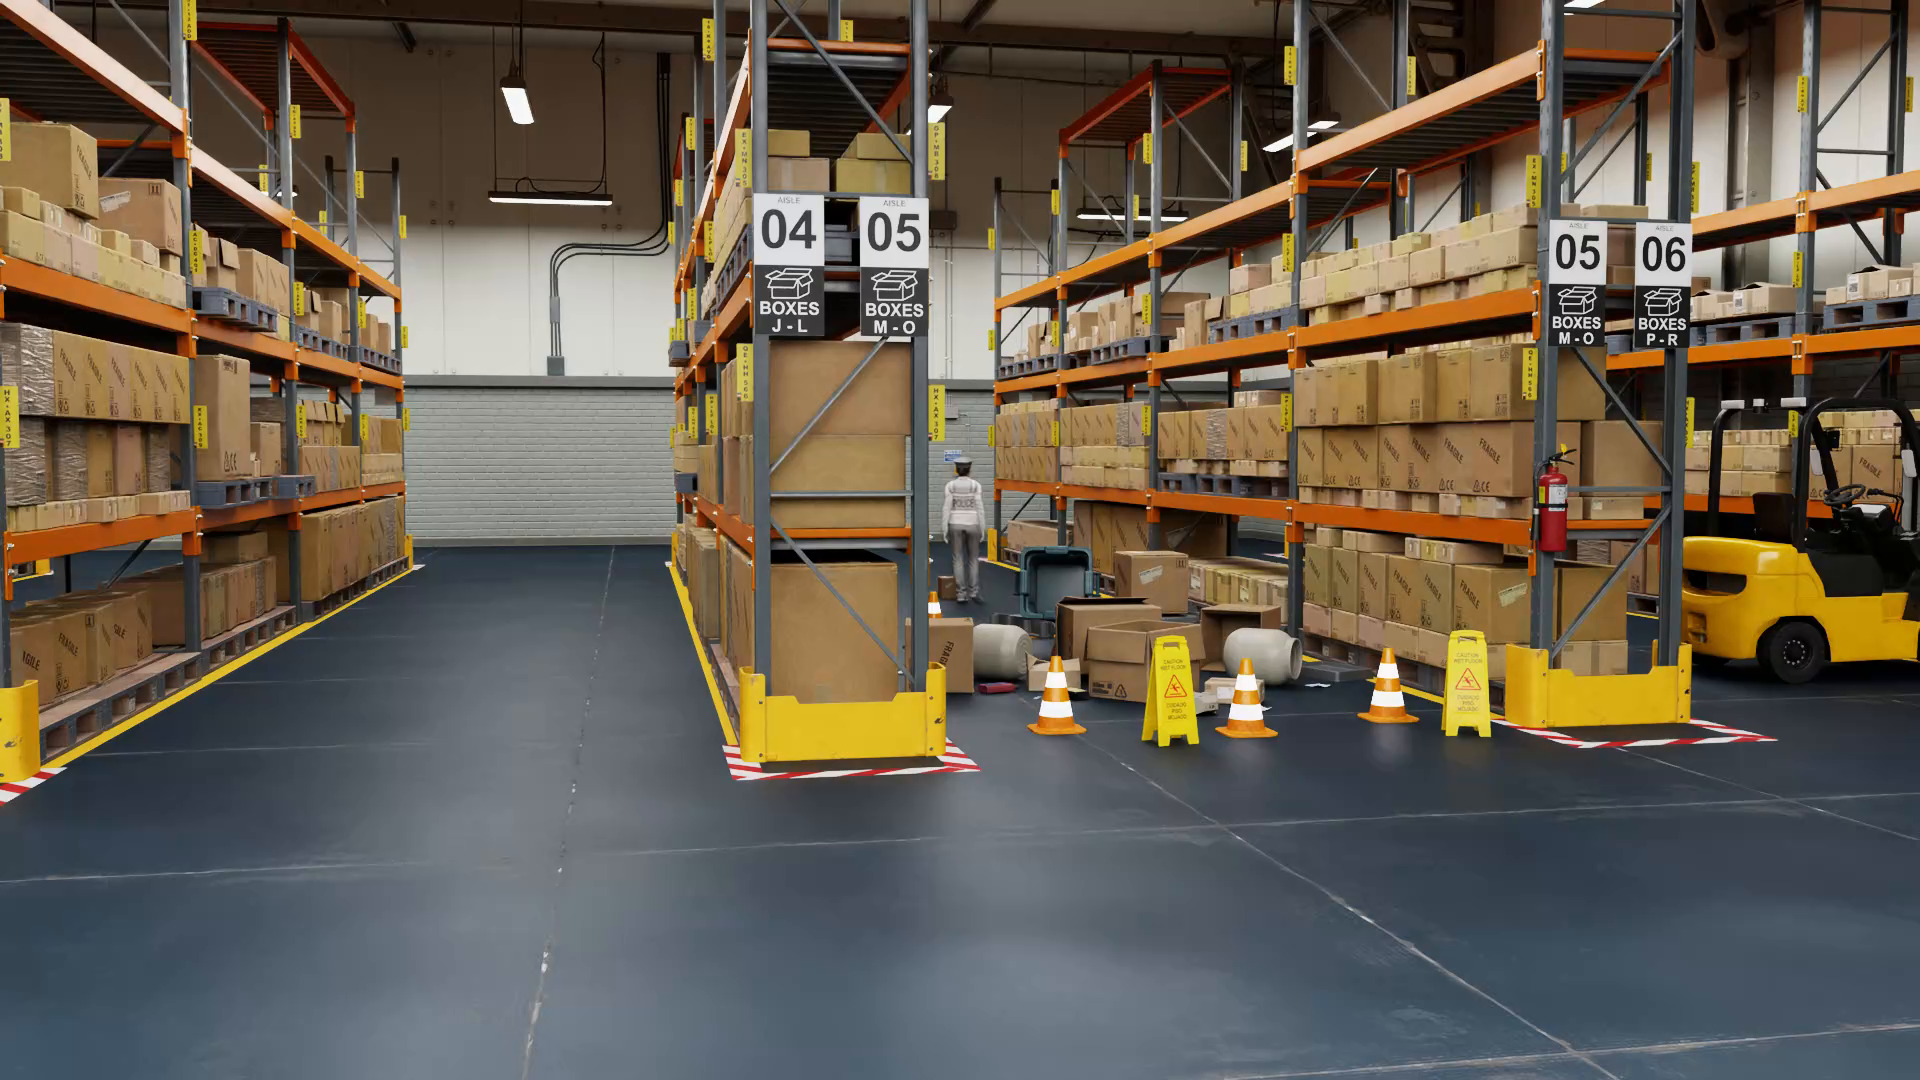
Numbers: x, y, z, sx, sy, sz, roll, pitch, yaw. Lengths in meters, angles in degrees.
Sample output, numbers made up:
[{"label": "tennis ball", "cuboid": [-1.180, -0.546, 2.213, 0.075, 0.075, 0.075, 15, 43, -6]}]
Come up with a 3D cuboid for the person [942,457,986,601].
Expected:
[{"label": "person", "cuboid": [0.035, -0.135, 19.337, 0.506, 1.667, 0.673, 0, 3, -3]}]
